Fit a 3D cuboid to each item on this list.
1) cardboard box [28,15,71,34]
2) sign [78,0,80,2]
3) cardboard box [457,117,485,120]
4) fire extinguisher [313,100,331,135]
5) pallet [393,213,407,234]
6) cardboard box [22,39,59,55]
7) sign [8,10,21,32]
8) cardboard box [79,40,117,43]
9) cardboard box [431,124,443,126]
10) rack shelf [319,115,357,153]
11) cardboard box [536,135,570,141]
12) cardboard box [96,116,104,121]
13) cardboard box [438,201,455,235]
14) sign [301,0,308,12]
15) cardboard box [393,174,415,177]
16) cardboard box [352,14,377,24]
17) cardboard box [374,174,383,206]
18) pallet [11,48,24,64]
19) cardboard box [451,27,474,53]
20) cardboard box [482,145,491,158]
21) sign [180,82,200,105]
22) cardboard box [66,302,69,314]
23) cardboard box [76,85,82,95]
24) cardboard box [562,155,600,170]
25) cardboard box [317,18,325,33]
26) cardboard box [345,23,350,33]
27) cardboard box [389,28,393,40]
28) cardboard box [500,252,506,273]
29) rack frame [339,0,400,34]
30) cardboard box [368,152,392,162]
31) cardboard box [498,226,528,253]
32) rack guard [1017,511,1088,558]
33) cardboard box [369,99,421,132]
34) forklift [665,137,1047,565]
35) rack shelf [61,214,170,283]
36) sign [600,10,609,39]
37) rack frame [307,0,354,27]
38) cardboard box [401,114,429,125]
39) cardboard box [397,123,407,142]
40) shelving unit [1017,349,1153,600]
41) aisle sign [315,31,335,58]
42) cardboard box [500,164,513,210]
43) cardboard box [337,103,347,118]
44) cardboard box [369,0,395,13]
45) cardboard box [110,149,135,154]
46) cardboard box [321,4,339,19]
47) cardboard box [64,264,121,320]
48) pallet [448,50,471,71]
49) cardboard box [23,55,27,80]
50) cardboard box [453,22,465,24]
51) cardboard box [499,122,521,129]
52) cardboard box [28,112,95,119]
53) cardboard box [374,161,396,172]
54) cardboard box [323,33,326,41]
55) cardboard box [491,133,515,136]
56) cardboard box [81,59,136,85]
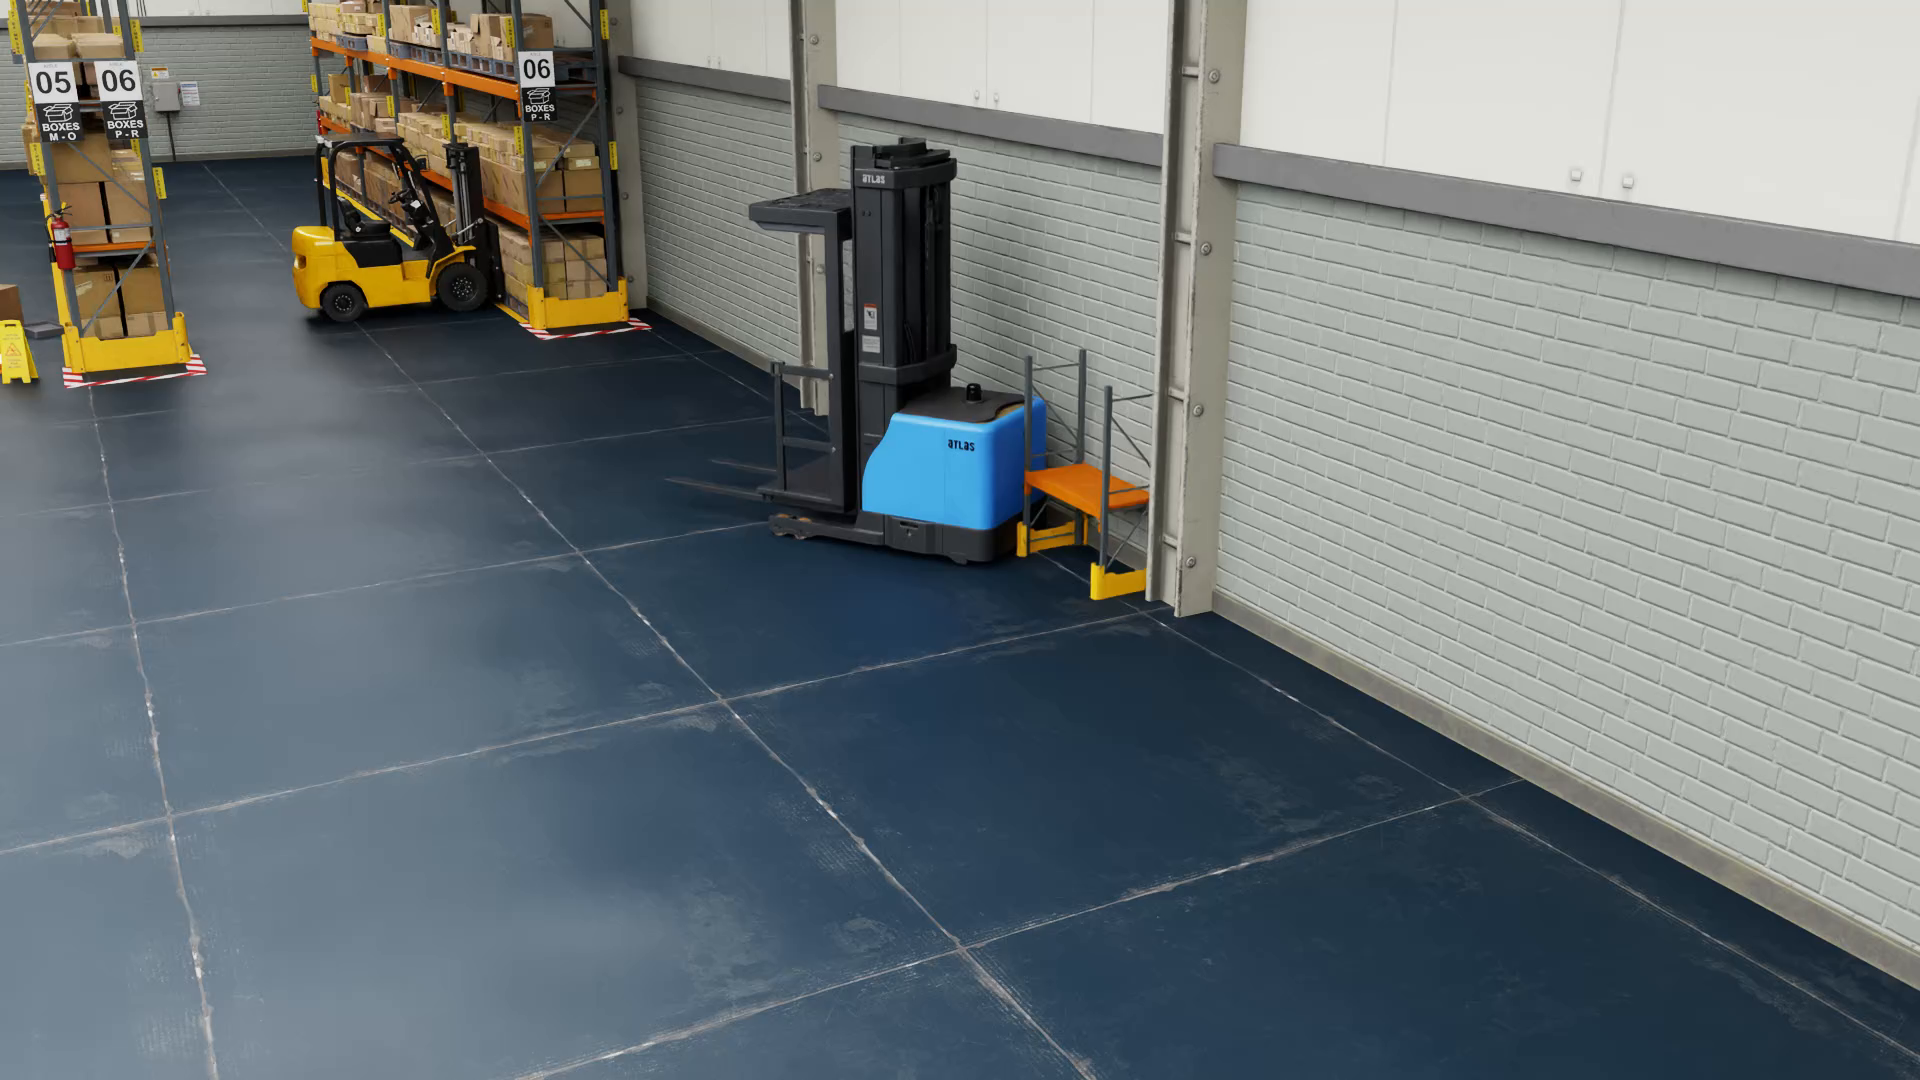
[{"bbox_3d":[-11.816,-6.681,21.615,0.500,0.250,0.500,-10,21,-26],"label":"cardboard box"},{"bbox_3d":[-16.139,-9.787,30.560,0.100,0.325,0.005,-10,21,-27],"label":"sign"},{"bbox_3d":[-7.407,-6.326,25.217,0.380,0.149,0.250,-10,22,-28],"label":"cardboard box"},{"bbox_3d":[-12.733,-8.435,33.168,0.296,0.674,0.183,-10,21,-27],"label":"fire extinguisher"},{"bbox_3d":[-8.779,-5.283,27.617,1.003,0.211,1.213,-10,21,-27],"label":"pallet"},{"bbox_3d":[-10.203,-5.477,18.469,0.380,0.149,0.250,-9,21,-25],"label":"cardboard box"},{"bbox_3d":[-11.411,-6.224,20.075,0.100,0.325,0.005,-10,21,-27],"label":"sign"},{"bbox_3d":[-9.468,-5.415,18.290,0.380,0.149,0.250,-10,21,-27],"label":"cardboard box"},{"bbox_3d":[-7.435,-5.940,24.098,0.380,0.149,0.250,-11,22,-28],"label":"cardboard box"},{"bbox_3d":[-11.307,-7.763,31.633,1.077,0.370,4.000,-10,21,-27],"label":"rack shelf"},{"bbox_3d":[-5.114,-5.007,20.940,0.380,0.149,0.250,-9,21,-25],"label":"cardboard box"},{"bbox_3d":[-10.837,-5.345,21.276,0.380,0.149,0.250,-10,21,-27],"label":"cardboard box"},{"bbox_3d":[-7.177,-4.680,24.594,0.875,0.625,0.625,-10,22,-27],"label":"cardboard box"},{"bbox_3d":[-12.734,-10.424,32.304,0.100,0.325,0.005,-10,21,-27],"label":"sign"},{"bbox_3d":[-9.158,-5.963,27.507,0.380,0.149,0.250,-11,22,-28],"label":"cardboard box"},{"bbox_3d":[-9.929,-8.702,27.784,0.380,0.149,0.250,-10,21,-26],"label":"cardboard box"},{"bbox_3d":[-9.830,-6.077,28.832,0.500,0.500,0.500,-11,22,-28],"label":"cardboard box"},{"bbox_3d":[-13.176,-7.116,24.346,1.213,0.211,1.003,-9,21,-24],"label":"pallet"},{"bbox_3d":[-6.377,-6.578,21.836,0.500,0.311,0.500,-9,21,-26],"label":"cardboard box"},{"bbox_3d":[-5.921,-5.007,21.396,0.380,0.149,0.250,-10,22,-28],"label":"cardboard box"},{"bbox_3d":[-17.067,-9.897,36.860,0.329,0.494,0.001,-10,21,-27],"label":"sign"},{"bbox_3d":[-10.138,-2.703,19.437,0.500,0.250,0.500,-11,22,-29],"label":"cardboard box"},{"bbox_3d":[-9.746,-4.904,18.030,0.380,0.149,0.250,-10,21,-26],"label":"cardboard box"},{"bbox_3d":[-4.591,-4.576,20.145,0.380,0.149,0.250,-11,22,-28],"label":"cardboard box"},{"bbox_3d":[-11.795,-9.704,31.330,0.500,0.250,0.500,-11,22,-28],"label":"cardboard box"},{"bbox_3d":[-10.221,-8.704,28.245,0.380,0.149,0.250,-10,21,-26],"label":"cardboard box"},{"bbox_3d":[-8.559,-7.787,25.562,0.380,0.166,0.250,-10,21,-27],"label":"cardboard box"},{"bbox_3d":[-5.657,-3.601,21.274,0.500,0.250,0.500,-11,22,-28],"label":"cardboard box"},{"bbox_3d":[-10.357,-10.365,28.873,1.000,3.000,0.127,-10,21,-27],"label":"rack frame"},{"bbox_3d":[-10.255,-6.782,29.424,0.380,0.149,0.250,-11,22,-29],"label":"cardboard box"},{"bbox_3d":[-5.648,-3.828,21.166,0.500,0.250,0.500,-10,21,-26],"label":"cardboard box"},{"bbox_3d":[0.689,-0.042,12.370,0.587,0.250,0.087,-10,21,-27],"label":"rack guard"},{"bbox_3d":[-9.395,-7.068,27.714,0.797,0.503,0.637,-11,22,-28],"label":"cardboard box"},{"bbox_3d":[-0.884,-1.529,12.568,3.031,2.935,1.130,10,21,26],"label":"forklift"},{"bbox_3d":[-9.975,-3.548,19.419,1.077,0.370,4.000,-10,21,-27],"label":"rack shelf"},{"bbox_3d":[-4.167,-6.037,19.468,0.100,0.325,0.005,-10,21,-27],"label":"sign"},{"bbox_3d":[-12.256,-11.513,32.201,1.000,3.000,0.127,-10,21,-27],"label":"rack frame"},{"bbox_3d":[-8.437,-6.521,25.783,0.380,0.149,0.250,-9,21,-25],"label":"cardboard box"},{"bbox_3d":[-8.484,-6.377,25.977,0.500,0.250,0.500,-10,21,-27],"label":"cardboard box"},{"bbox_3d":[0.930,-0.491,11.754,0.587,1.500,1.083,-10,21,-27],"label":"shelving unit"},{"bbox_3d":[-12.547,-9.880,32.681,0.394,0.787,0.004,-10,21,-27],"label":"aisle sign"},{"bbox_3d":[-5.361,-4.382,20.580,0.500,0.500,0.500,-9,21,-25],"label":"cardboard box"},{"bbox_3d":[-11.289,-7.994,30.973,0.500,0.250,0.500,-10,21,-27],"label":"cardboard box"},{"bbox_3d":[-9.996,-9.262,28.774,0.396,0.266,0.258,-10,21,-27],"label":"cardboard box"},{"bbox_3d":[-10.495,-4.561,20.643,0.500,0.500,0.500,-11,22,-28],"label":"cardboard box"},{"bbox_3d":[-11.540,-9.799,30.840,0.500,0.250,0.500,-9,21,-25],"label":"cardboard box"},{"bbox_3d":[-9.635,-2.757,18.445,0.500,0.500,0.500,-10,21,-26],"label":"cardboard box"},{"bbox_3d":[-6.130,-6.368,22.024,1.003,0.211,1.213,-10,21,-27],"label":"pallet"},{"bbox_3d":[-9.994,-5.200,18.278,0.500,0.250,0.500,-9,21,-25],"label":"cardboard box"},{"bbox_3d":[-7.888,-7.805,25.487,0.500,0.250,0.500,-10,21,-27],"label":"cardboard box"},{"bbox_3d":[-6.058,-5.604,22.669,0.380,0.149,0.250,-11,22,-28],"label":"cardboard box"},{"bbox_3d":[-10.683,-4.813,19.839,0.700,0.500,0.500,-10,21,-26],"label":"cardboard box"},{"bbox_3d":[-10.089,-6.569,29.264,0.380,0.149,0.250,-11,22,-29],"label":"cardboard box"},{"bbox_3d":[-11.667,-9.394,31.043,0.380,0.149,0.250,-10,21,-27],"label":"cardboard box"},{"bbox_3d":[-5.748,-5.088,21.175,0.380,0.149,0.250,-10,21,-26],"label":"cardboard box"},{"bbox_3d":[-9.029,-4.988,17.662,0.500,0.250,0.500,-10,22,-28],"label":"cardboard box"}]
